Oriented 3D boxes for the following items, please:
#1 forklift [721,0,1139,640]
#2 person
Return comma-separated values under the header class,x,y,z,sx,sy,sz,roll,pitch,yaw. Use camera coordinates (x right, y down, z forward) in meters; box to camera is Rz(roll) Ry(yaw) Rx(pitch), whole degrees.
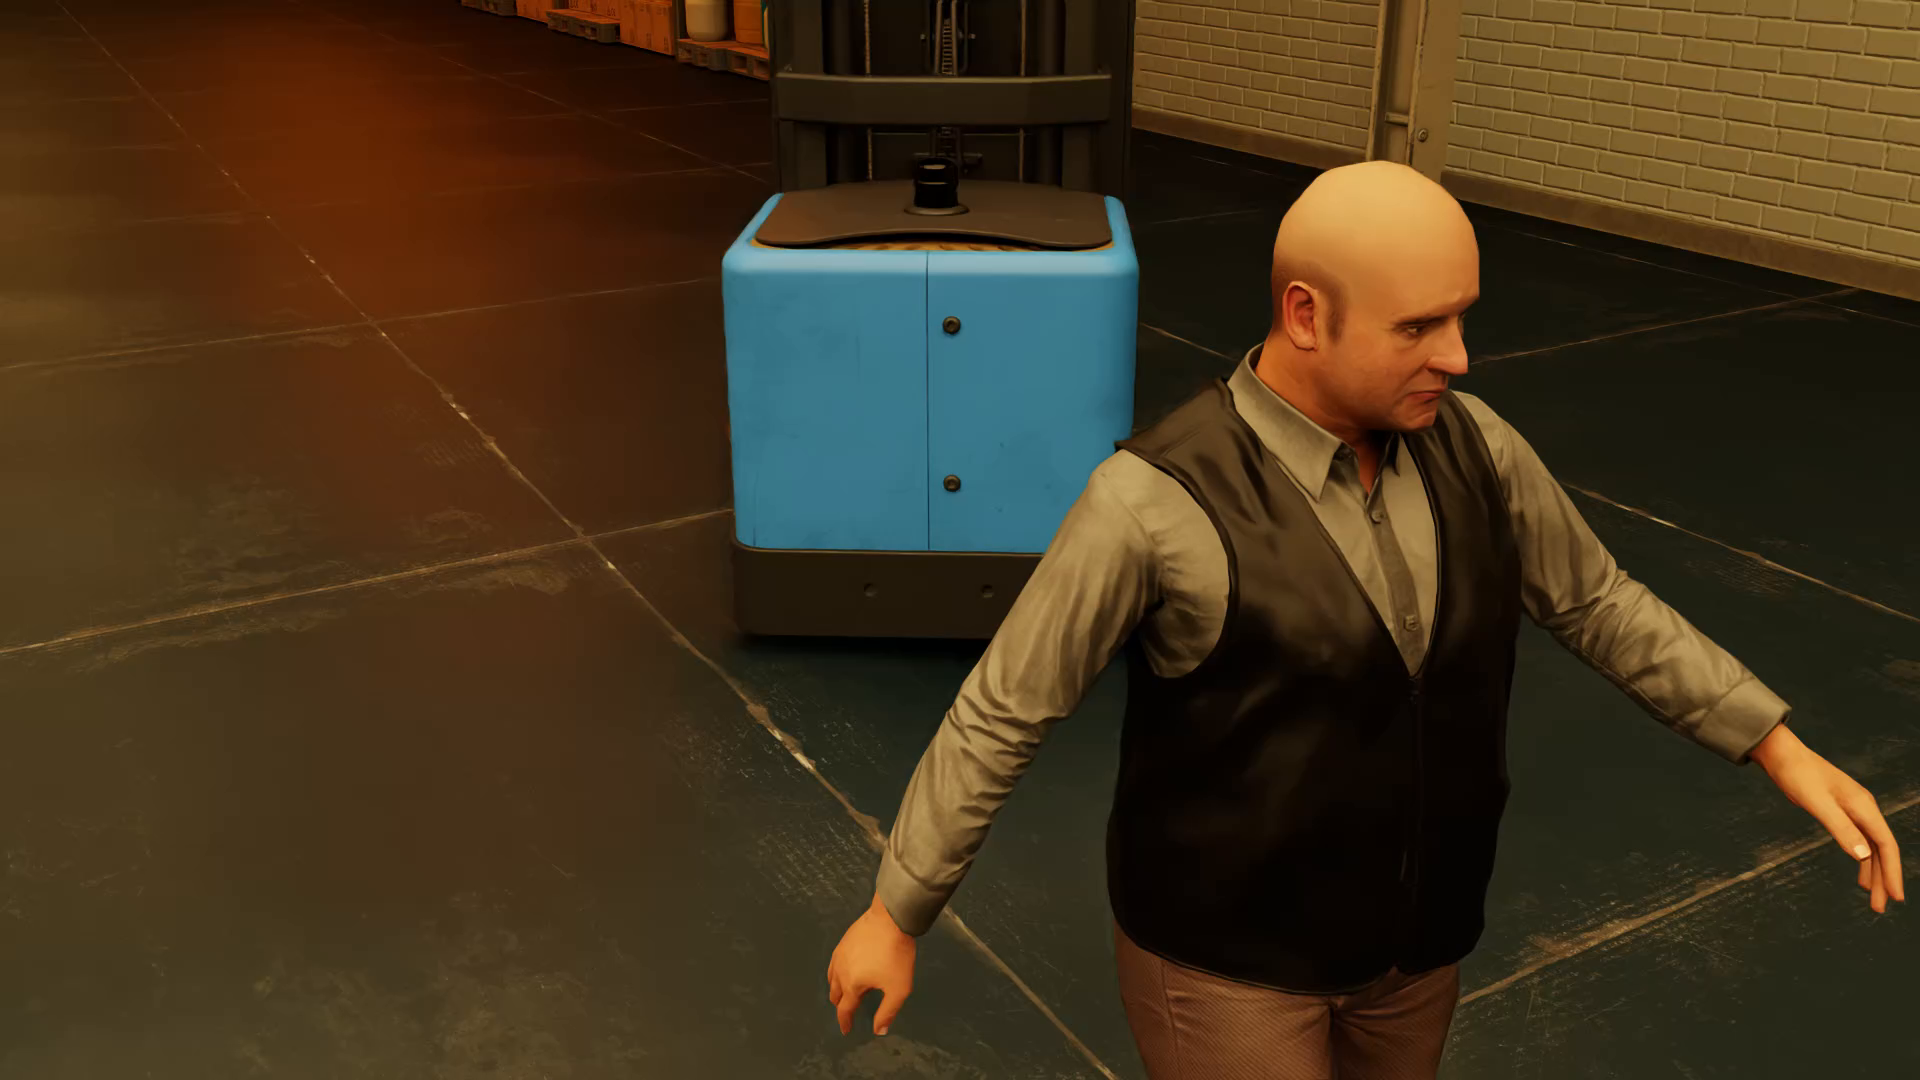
class,x,y,z,sx,sy,sz,roll,pitch,yaw
forklift,-0.015,-1.607,5.191,1.130,2.935,3.031,1,22,2
person,0.370,0.505,1.838,0.943,1.591,0.756,-11,25,-24
